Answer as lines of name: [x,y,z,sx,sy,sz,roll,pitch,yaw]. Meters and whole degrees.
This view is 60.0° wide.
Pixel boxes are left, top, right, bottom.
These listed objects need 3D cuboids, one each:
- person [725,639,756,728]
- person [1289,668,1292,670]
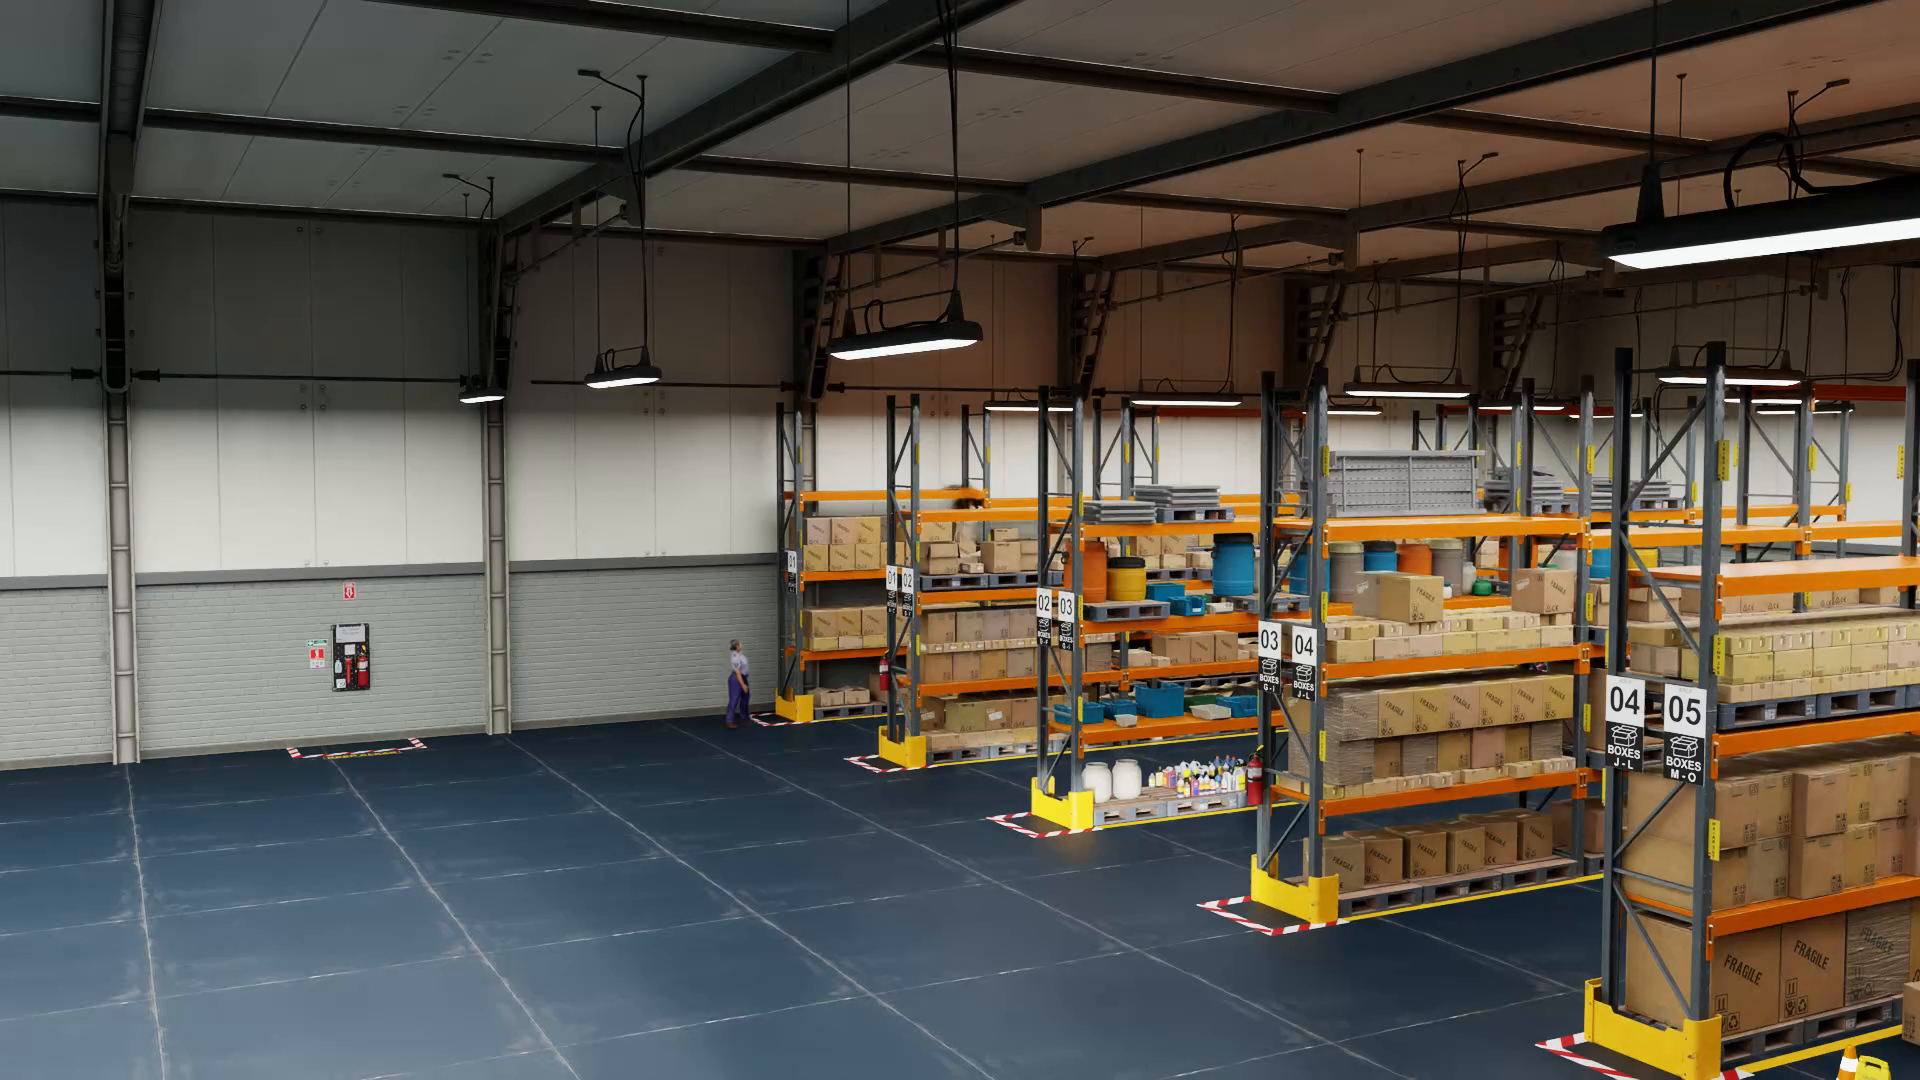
person: [-4.053,2.654,30.632,0.469,1.653,0.665,0,3,8]
person: [7.033,2.373,34.845,0.548,1.678,0.440,0,3,0]
